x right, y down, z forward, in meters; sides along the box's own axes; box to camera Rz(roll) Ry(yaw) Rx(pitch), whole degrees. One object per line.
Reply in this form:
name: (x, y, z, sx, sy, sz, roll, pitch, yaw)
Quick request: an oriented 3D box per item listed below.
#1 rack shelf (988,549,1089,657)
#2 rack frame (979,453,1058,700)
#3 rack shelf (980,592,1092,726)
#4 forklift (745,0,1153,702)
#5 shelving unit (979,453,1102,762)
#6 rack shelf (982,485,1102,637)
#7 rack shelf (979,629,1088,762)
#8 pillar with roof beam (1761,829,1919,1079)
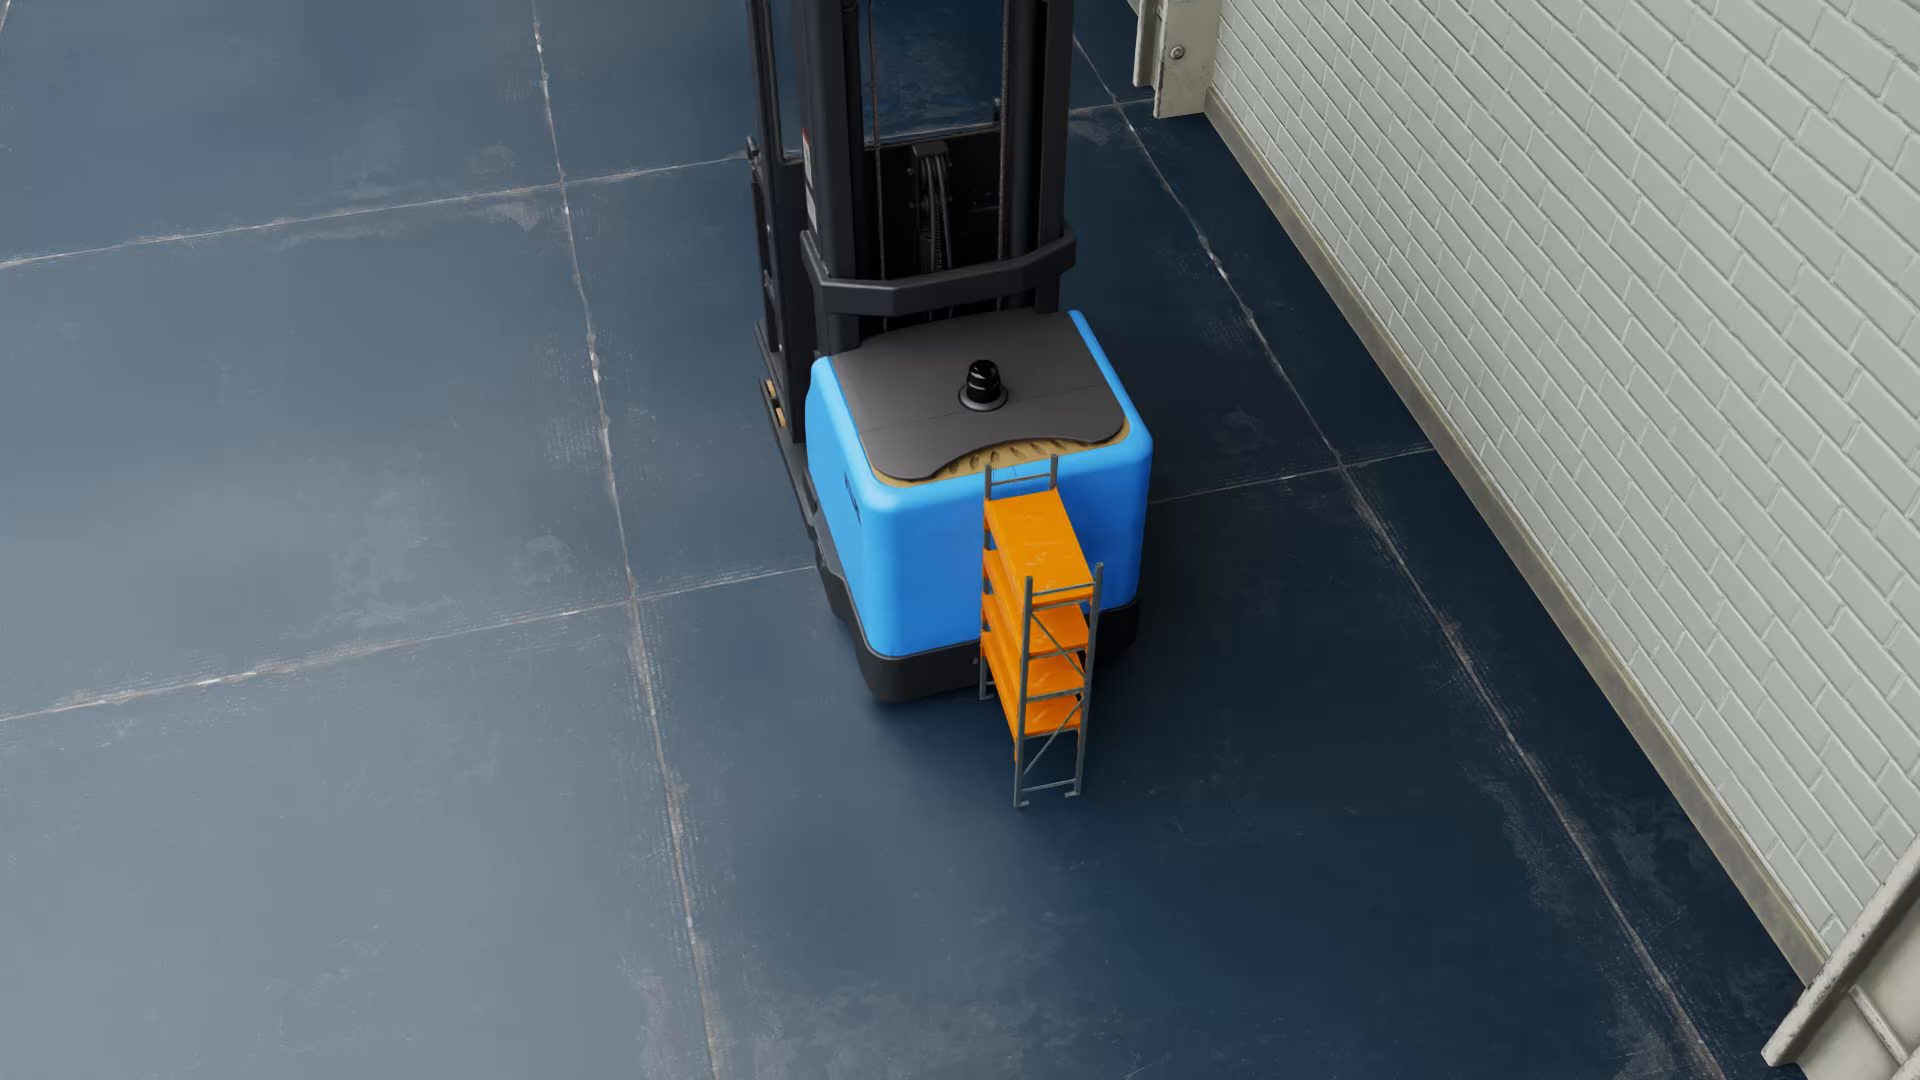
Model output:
rack shelf: (0.253, 0.187, 5.426, 0.221, 0.021, 0.457, -10, 48, -10)
rack frame: (0.193, 0.157, 5.740, 0.240, 1.200, 0.015, -10, 48, -10)
rack shelf: (0.251, 0.376, 5.628, 0.258, 0.148, 0.480, -10, 48, -10)
forklift: (-0.242, -1.508, 6.176, 1.130, 2.935, 3.031, -12, 47, -12)
shelving unit: (0.250, 0.326, 5.582, 0.258, 1.200, 0.492, -10, 48, -10)
rack shelf: (0.254, 0.061, 5.292, 0.258, 0.148, 0.480, -10, 48, -10)
rack shelf: (0.250, 0.512, 5.772, 0.258, 0.148, 0.480, -10, 48, -10)
pillar with roof beam: (-1.467, -0.660, 1.096, 9.100, 9.000, 0.400, -11, 47, -10)
